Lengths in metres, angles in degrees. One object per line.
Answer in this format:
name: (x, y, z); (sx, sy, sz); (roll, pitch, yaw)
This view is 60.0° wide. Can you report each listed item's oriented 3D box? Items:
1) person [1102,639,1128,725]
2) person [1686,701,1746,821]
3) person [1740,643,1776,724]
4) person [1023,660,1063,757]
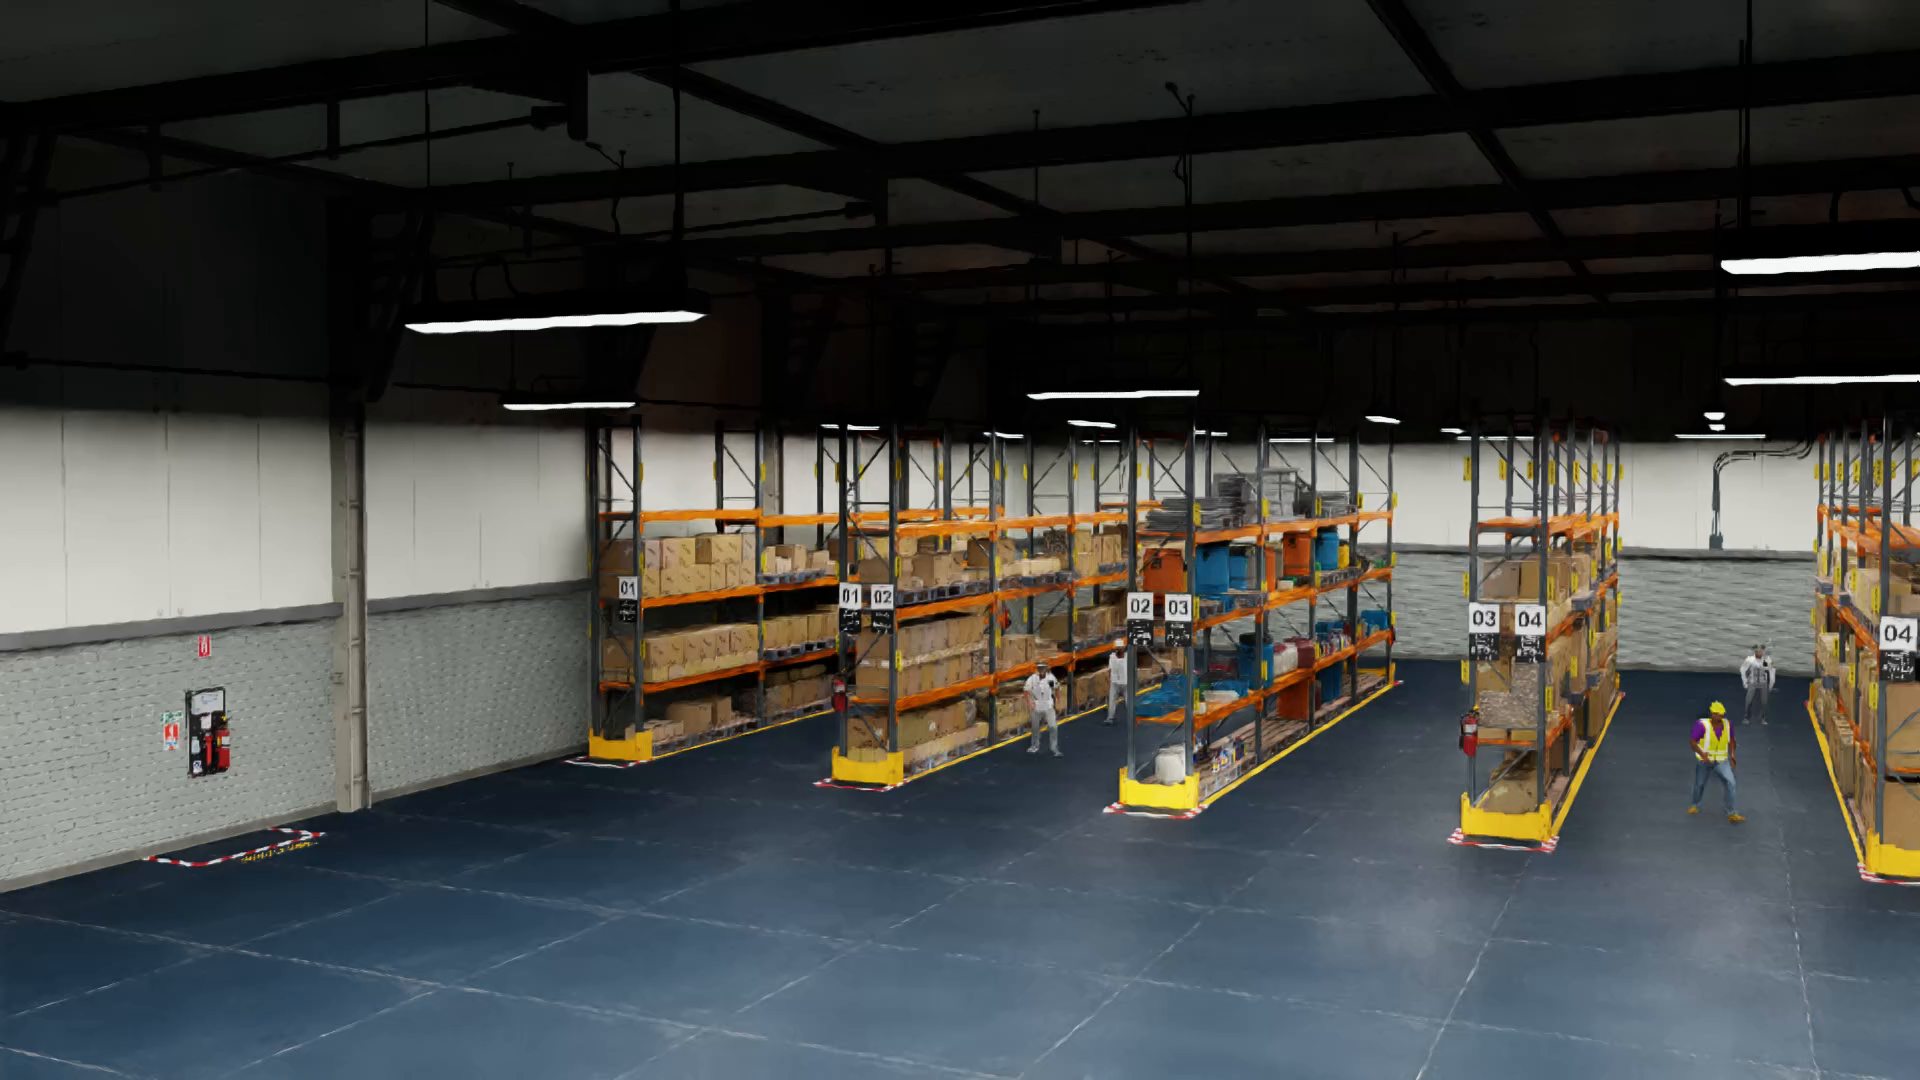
person: (3.182, 2.794, 32.881); (0.575, 1.689, 1.126); (1, 3, 22)
person: (10.867, 3.158, 23.993); (0.710, 1.703, 0.836); (0, 2, 9)
person: (15.796, 2.839, 32.926); (0.639, 1.632, 0.512); (1, 3, 23)
person: (1.477, 2.941, 29.329); (0.705, 1.688, 0.849); (0, 2, 7)
